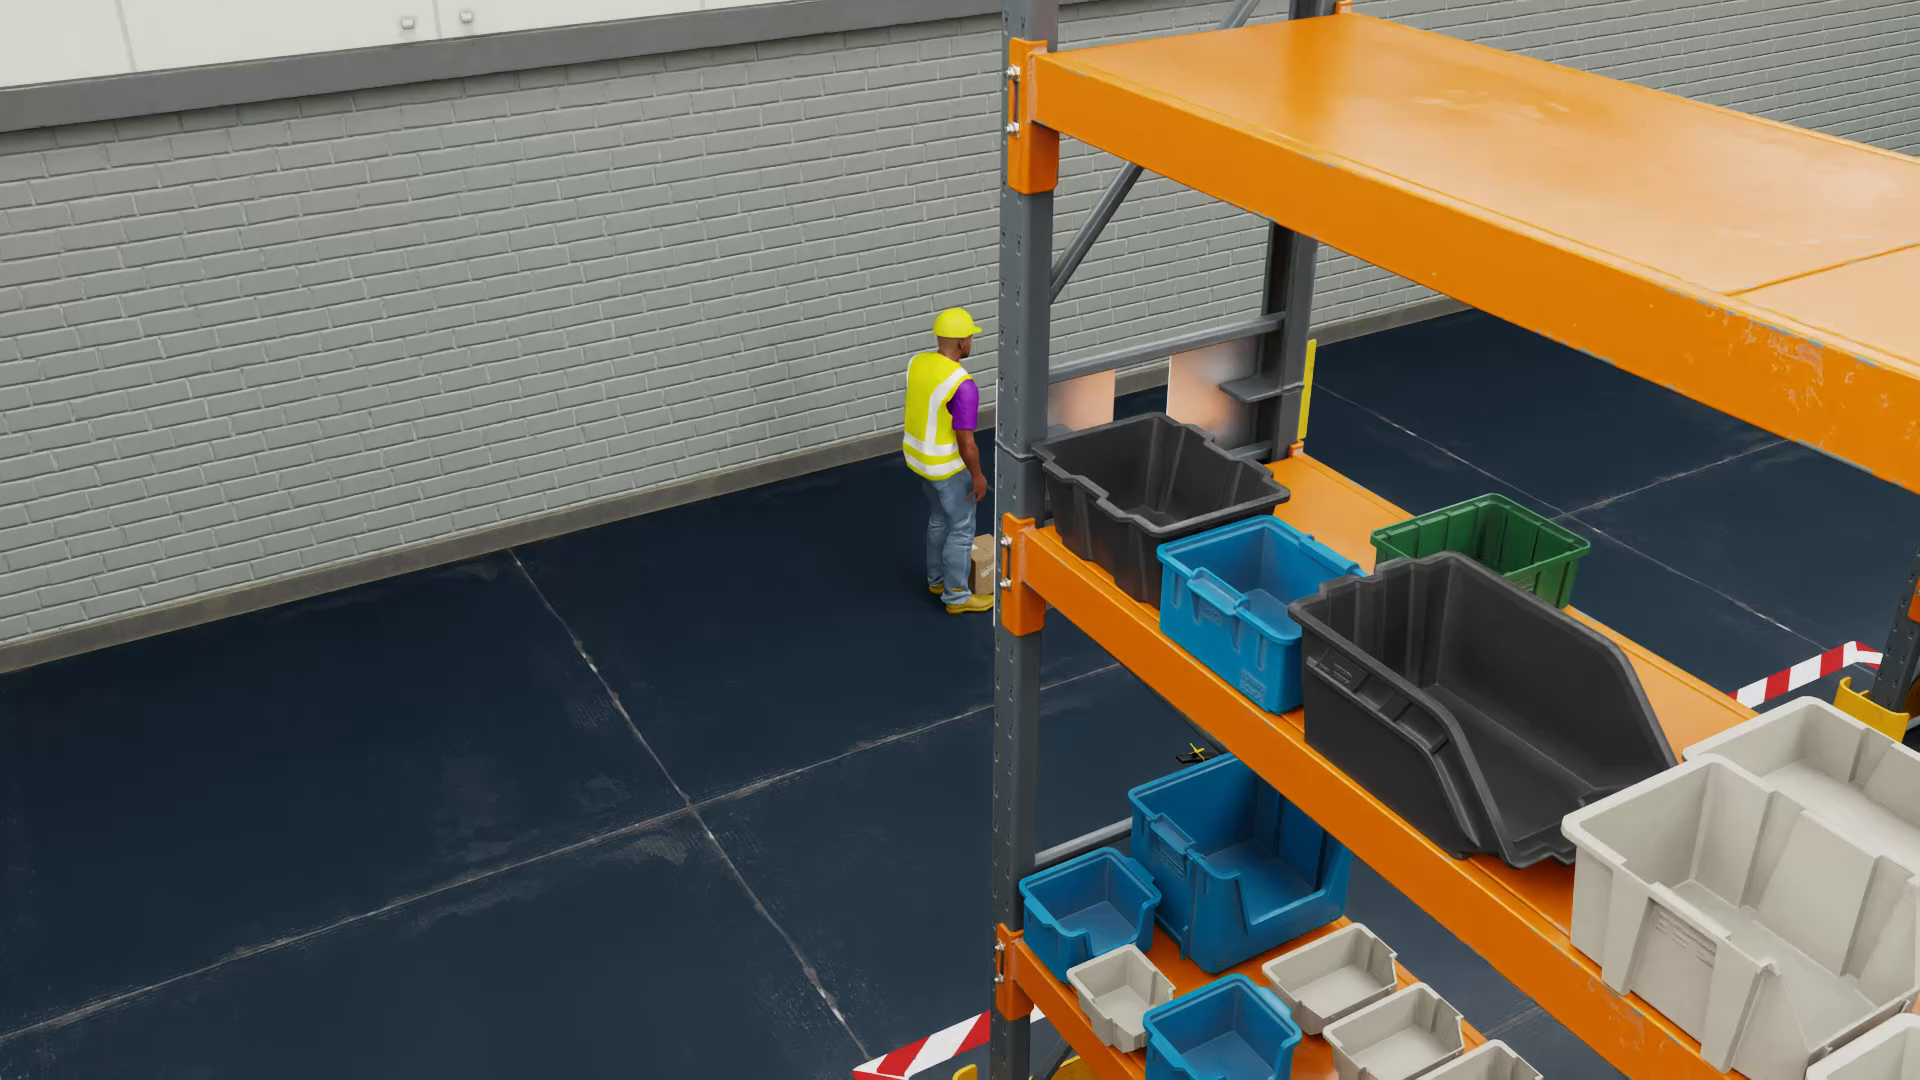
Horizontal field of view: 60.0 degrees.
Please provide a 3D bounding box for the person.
[{"bbox_3d":[-0.069,-0.451,9.367,0.462,1.759,0.632,-18,34,-29],"label":"person"}]
